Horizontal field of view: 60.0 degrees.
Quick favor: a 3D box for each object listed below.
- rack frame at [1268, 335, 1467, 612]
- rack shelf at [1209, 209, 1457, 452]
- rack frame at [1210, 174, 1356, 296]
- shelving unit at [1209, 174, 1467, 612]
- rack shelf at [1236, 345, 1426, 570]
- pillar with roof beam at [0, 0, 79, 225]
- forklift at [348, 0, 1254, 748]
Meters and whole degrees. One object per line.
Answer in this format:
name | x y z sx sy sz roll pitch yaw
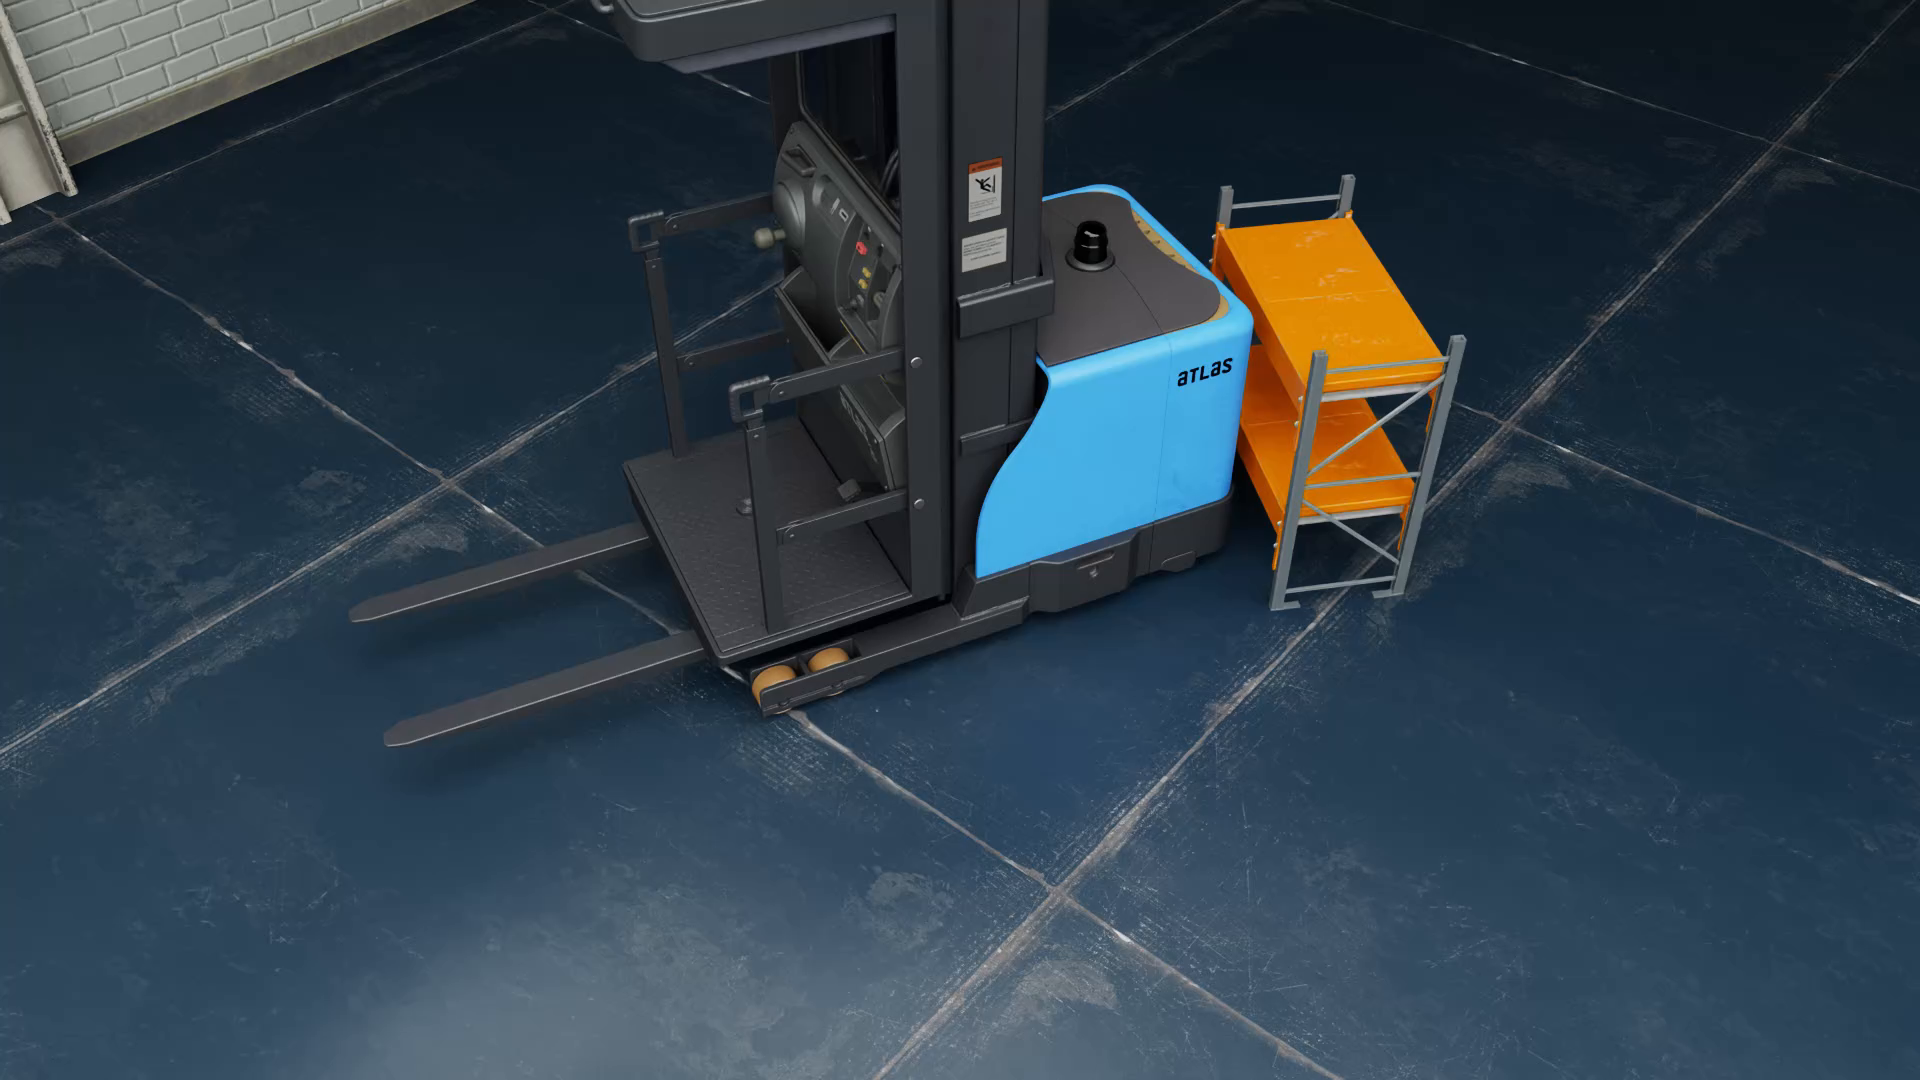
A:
rack frame | 1.359 -0.199 5.632 0.500 1.125 0.032 -7 43 -7
rack shelf | 1.271 -0.752 5.806 0.538 0.278 1.000 -7 43 -7
rack frame | 1.183 -0.872 6.373 0.500 1.125 0.032 -7 43 -7
shelving unit | 1.271 -0.536 6.003 0.538 1.125 1.048 -7 43 -7
rack shelf | 1.271 -0.355 6.167 0.538 0.278 1.000 -7 43 -7
pillar with roof beam | -1.247 -3.127 3.000 9.100 9.000 0.400 29 50 28
forklift | -0.568 -0.906 5.067 3.031 2.935 1.130 -17 45 -18
